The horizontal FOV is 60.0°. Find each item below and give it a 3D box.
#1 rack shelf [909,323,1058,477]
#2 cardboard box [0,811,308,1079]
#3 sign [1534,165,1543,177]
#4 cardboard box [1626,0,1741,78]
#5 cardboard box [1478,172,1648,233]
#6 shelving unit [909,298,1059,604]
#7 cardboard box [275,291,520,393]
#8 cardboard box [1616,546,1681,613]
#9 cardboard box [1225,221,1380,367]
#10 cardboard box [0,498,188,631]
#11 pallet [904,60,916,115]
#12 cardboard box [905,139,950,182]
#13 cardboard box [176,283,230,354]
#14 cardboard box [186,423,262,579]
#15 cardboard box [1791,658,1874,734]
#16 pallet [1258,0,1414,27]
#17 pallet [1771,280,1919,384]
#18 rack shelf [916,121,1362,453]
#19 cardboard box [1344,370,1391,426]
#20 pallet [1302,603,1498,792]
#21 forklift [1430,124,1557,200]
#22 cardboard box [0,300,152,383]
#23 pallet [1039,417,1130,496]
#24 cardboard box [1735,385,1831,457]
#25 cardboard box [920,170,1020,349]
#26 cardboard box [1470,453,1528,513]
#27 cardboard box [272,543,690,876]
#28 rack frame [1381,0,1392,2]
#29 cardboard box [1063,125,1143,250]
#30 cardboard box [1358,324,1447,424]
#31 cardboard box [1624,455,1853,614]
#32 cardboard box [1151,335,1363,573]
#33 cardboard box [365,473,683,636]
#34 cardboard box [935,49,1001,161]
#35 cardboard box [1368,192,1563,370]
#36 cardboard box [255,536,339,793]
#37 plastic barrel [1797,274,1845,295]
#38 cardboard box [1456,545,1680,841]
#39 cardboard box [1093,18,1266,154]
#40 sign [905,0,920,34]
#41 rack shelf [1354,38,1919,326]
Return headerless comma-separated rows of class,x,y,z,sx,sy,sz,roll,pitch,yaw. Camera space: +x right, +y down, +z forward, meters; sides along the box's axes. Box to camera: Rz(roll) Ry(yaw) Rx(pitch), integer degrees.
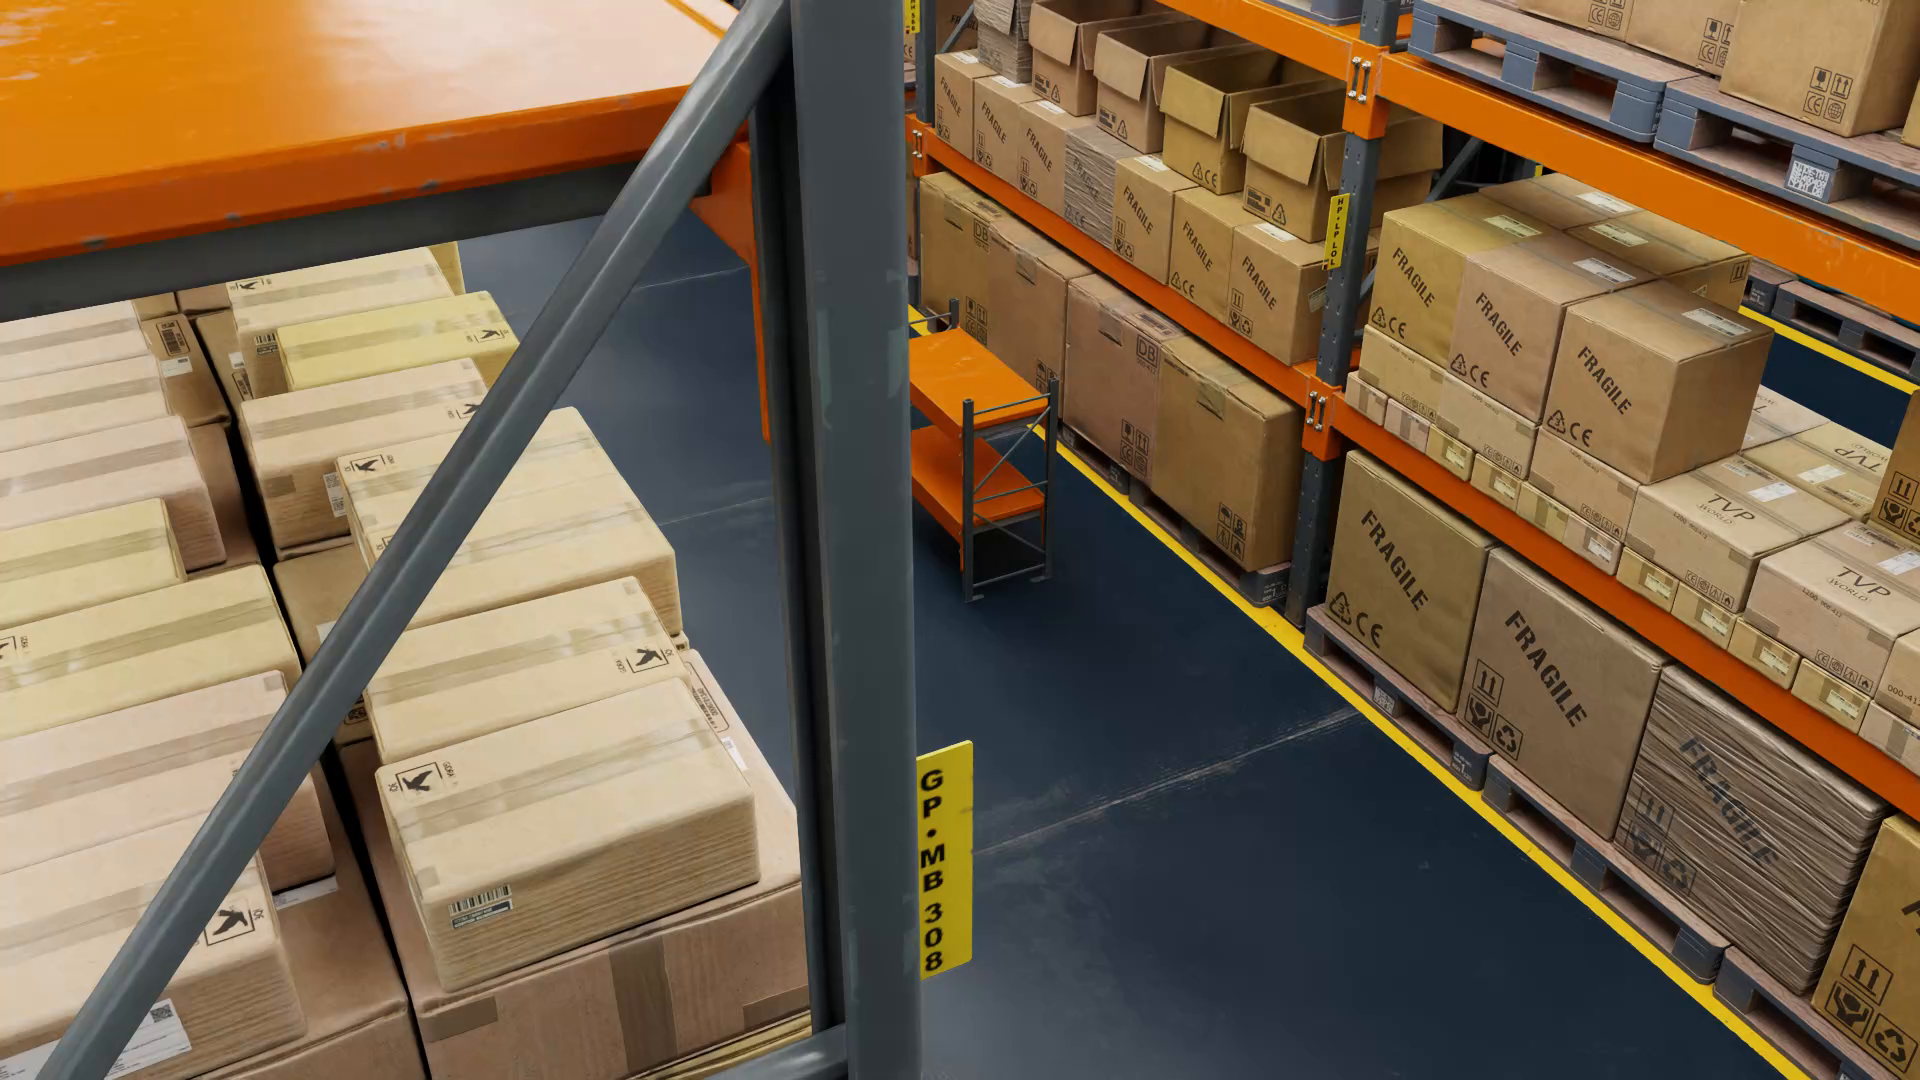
rack shelf,0.003,-0.717,8.284,0.538,0.278,1.000,-16,36,-23
cardboard box,-0.927,0.465,1.769,0.380,0.149,0.250,-16,36,-24
sign,2.549,-1.519,7.464,0.100,0.325,0.005,-16,36,-23
cardboard box,2.723,-1.888,5.562,0.700,0.500,0.500,-14,35,-21
cardboard box,2.509,-1.206,7.020,0.500,0.500,0.500,-15,36,-22
shelving unit,0.003,-0.470,8.442,0.538,1.125,1.048,-16,36,-23
cardboard box,-0.991,-0.299,2.961,0.380,0.149,0.250,-15,35,-22
cardboard box,2.630,0.094,6.056,0.380,0.149,0.250,-17,36,-24
cardboard box,1.599,-1.177,7.714,0.500,0.500,0.500,-16,36,-23
cardboard box,-1.294,0.101,2.337,0.380,0.149,0.250,-15,36,-22
pallet,-0.233,-3.122,11.020,1.213,0.211,1.003,-16,36,-23
cardboard box,-0.146,-2.650,11.320,0.500,0.250,0.500,-14,35,-21
cardboard box,-1.457,-0.536,3.702,0.500,0.250,0.500,-14,35,-21
cardboard box,-1.427,0.073,2.751,0.500,0.250,0.500,-15,36,-22
cardboard box,2.989,0.460,5.484,0.380,0.149,0.250,-17,36,-24
pallet,1.587,-2.588,7.406,0.805,0.209,1.217,-17,37,-25
pallet,6.117,-1.431,10.788,1.003,0.211,1.213,-16,36,-23
rack shelf,1.126,-1.632,9.184,1.077,0.370,4.000,-16,36,-23
cardboard box,1.902,-0.650,7.217,0.380,0.149,0.250,-16,36,-23
pallet,2.344,0.576,7.655,1.003,0.211,1.213,-16,36,-23
forklift,3.154,-2.451,9.858,1.130,2.935,3.031,2,33,3
cardboard box,-1.624,-0.275,2.924,0.380,0.149,0.250,-17,36,-24
pallet,1.059,-0.739,9.707,1.003,0.211,1.213,-16,36,-23
cardboard box,2.978,-0.408,6.469,0.500,0.250,0.500,-15,36,-22
cardboard box,0.497,-1.837,10.417,1.225,0.875,0.875,-18,37,-25
cardboard box,2.272,-0.274,6.630,0.380,0.149,0.250,-17,36,-24
cardboard box,-0.731,0.194,2.562,0.500,0.250,0.500,-16,36,-24
rack frame,2.058,-3.506,5.881,1.000,3.000,0.127,-16,36,-23
cardboard box,0.895,-1.903,8.847,0.500,0.500,0.500,-16,36,-23
cardboard box,2.046,-0.752,7.007,0.500,0.250,0.500,-17,36,-24
cardboard box,2.743,-0.031,5.881,0.500,0.250,0.500,-16,36,-23
cardboard box,1.742,-0.563,8.428,1.225,0.875,0.875,-16,36,-23
cardboard box,-0.626,0.064,2.395,0.380,0.149,0.250,-16,36,-23
cardboard box,0.179,-2.631,9.983,0.500,0.500,0.500,-15,35,-22
cardboard box,2.056,-1.065,6.800,0.500,0.500,0.500,-16,36,-23
cardboard box,-0.988,0.154,3.087,0.500,0.250,0.500,-17,36,-25
plastic barrel,5.871,-2.121,10.836,0.600,0.901,0.708,-16,36,-23
cardboard box,2.715,0.502,6.766,0.875,0.875,0.875,-16,36,-23
cardboard box,1.140,-2.371,8.647,0.797,0.503,0.637,-15,35,-22
sign,-0.282,-3.203,9.968,0.100,0.325,0.005,-16,36,-23
rack shelf,2.991,-0.986,5.395,1.077,0.370,4.000,-16,36,-23
